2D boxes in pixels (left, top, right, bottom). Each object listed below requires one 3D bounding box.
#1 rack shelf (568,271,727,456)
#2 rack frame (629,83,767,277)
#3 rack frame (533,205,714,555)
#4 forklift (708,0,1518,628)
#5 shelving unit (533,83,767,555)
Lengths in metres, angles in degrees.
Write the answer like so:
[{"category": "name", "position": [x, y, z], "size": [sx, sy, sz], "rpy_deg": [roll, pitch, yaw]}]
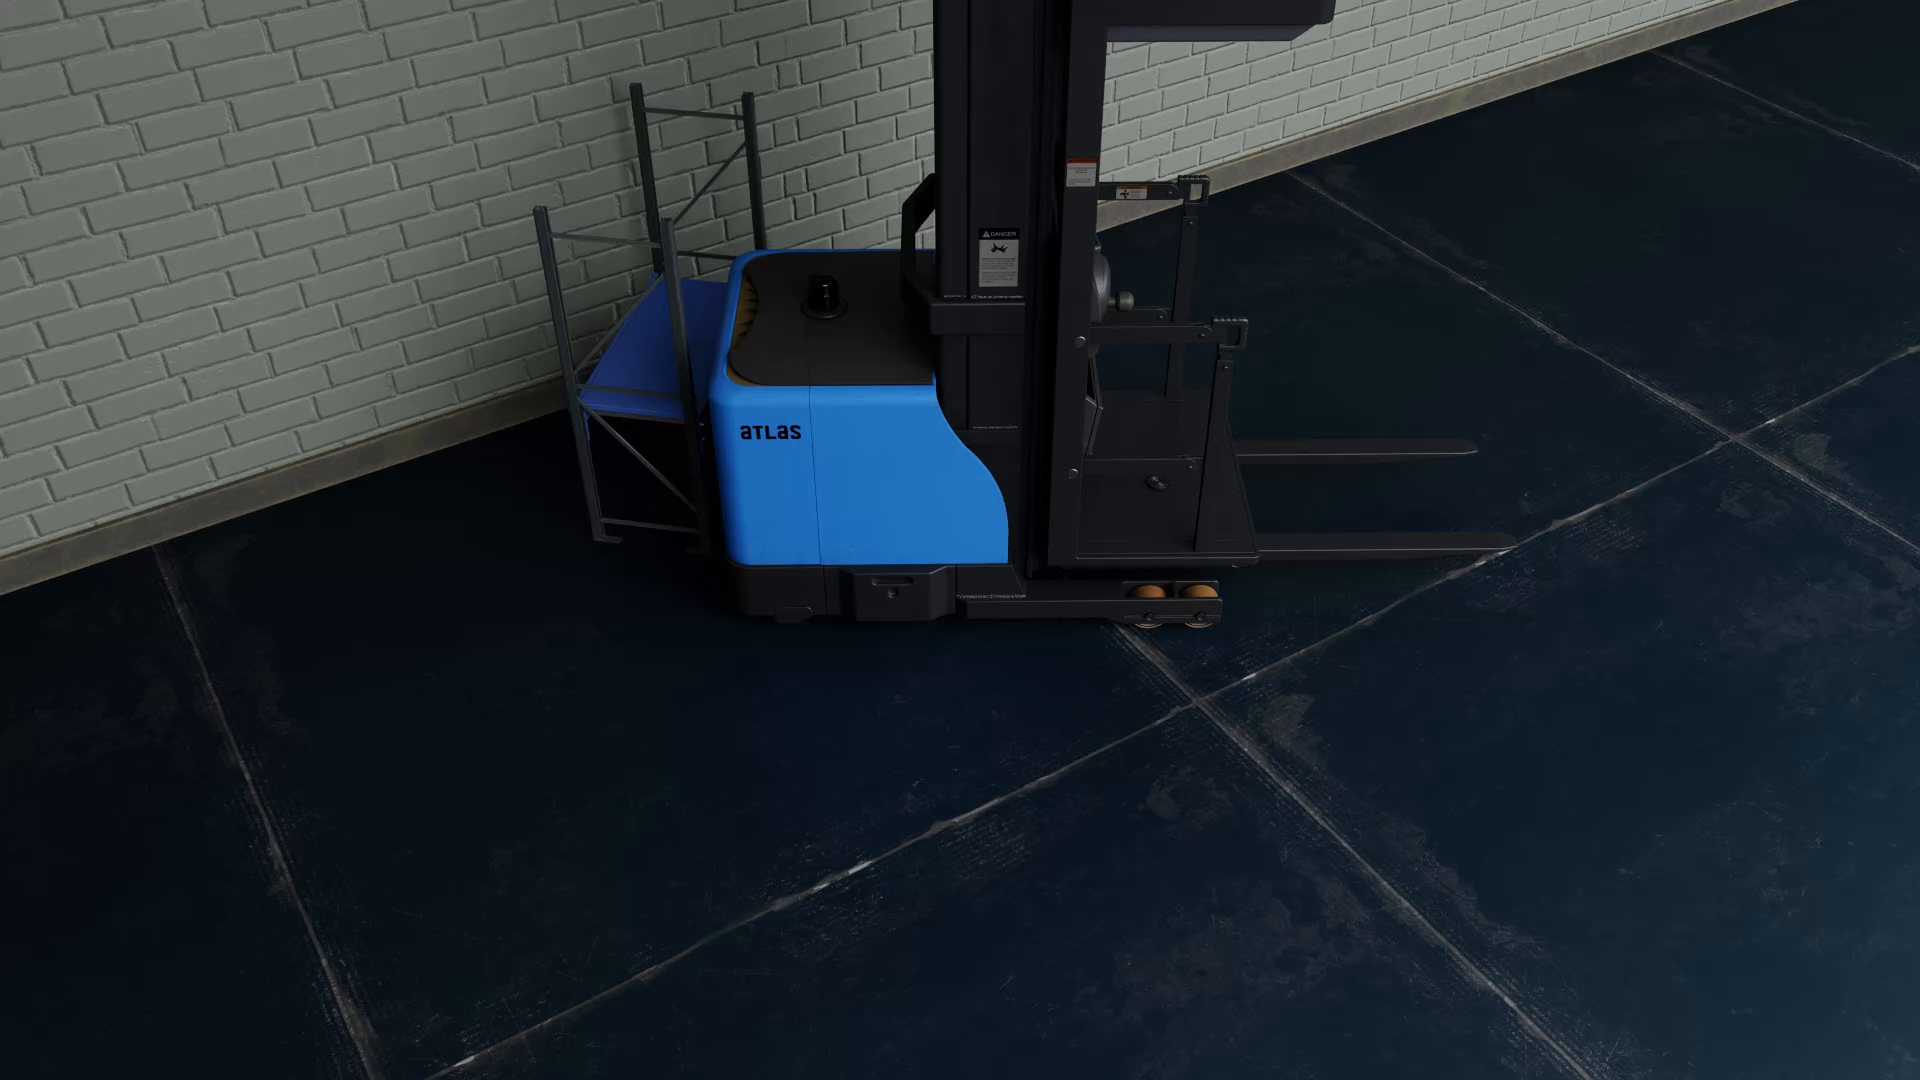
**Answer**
[{"category": "rack shelf", "position": [-1.148, -0.737, 6.743], "size": [0.538, 0.185, 1.000], "rpy_deg": [7, 40, 8]}, {"category": "rack frame", "position": [-1.056, -1.195, 7.012], "size": [0.500, 1.500, 0.032], "rpy_deg": [7, 40, 8]}, {"category": "rack frame", "position": [-1.239, -0.555, 6.244], "size": [0.500, 1.500, 0.032], "rpy_deg": [7, 40, 8]}, {"category": "forklift", "position": [0.622, -1.131, 5.818], "size": [3.031, 2.935, 1.130], "rpy_deg": [0, 40, -1]}, {"category": "shelving unit", "position": [-1.148, -0.875, 6.628], "size": [0.538, 1.500, 1.048], "rpy_deg": [7, 40, 8]}]
